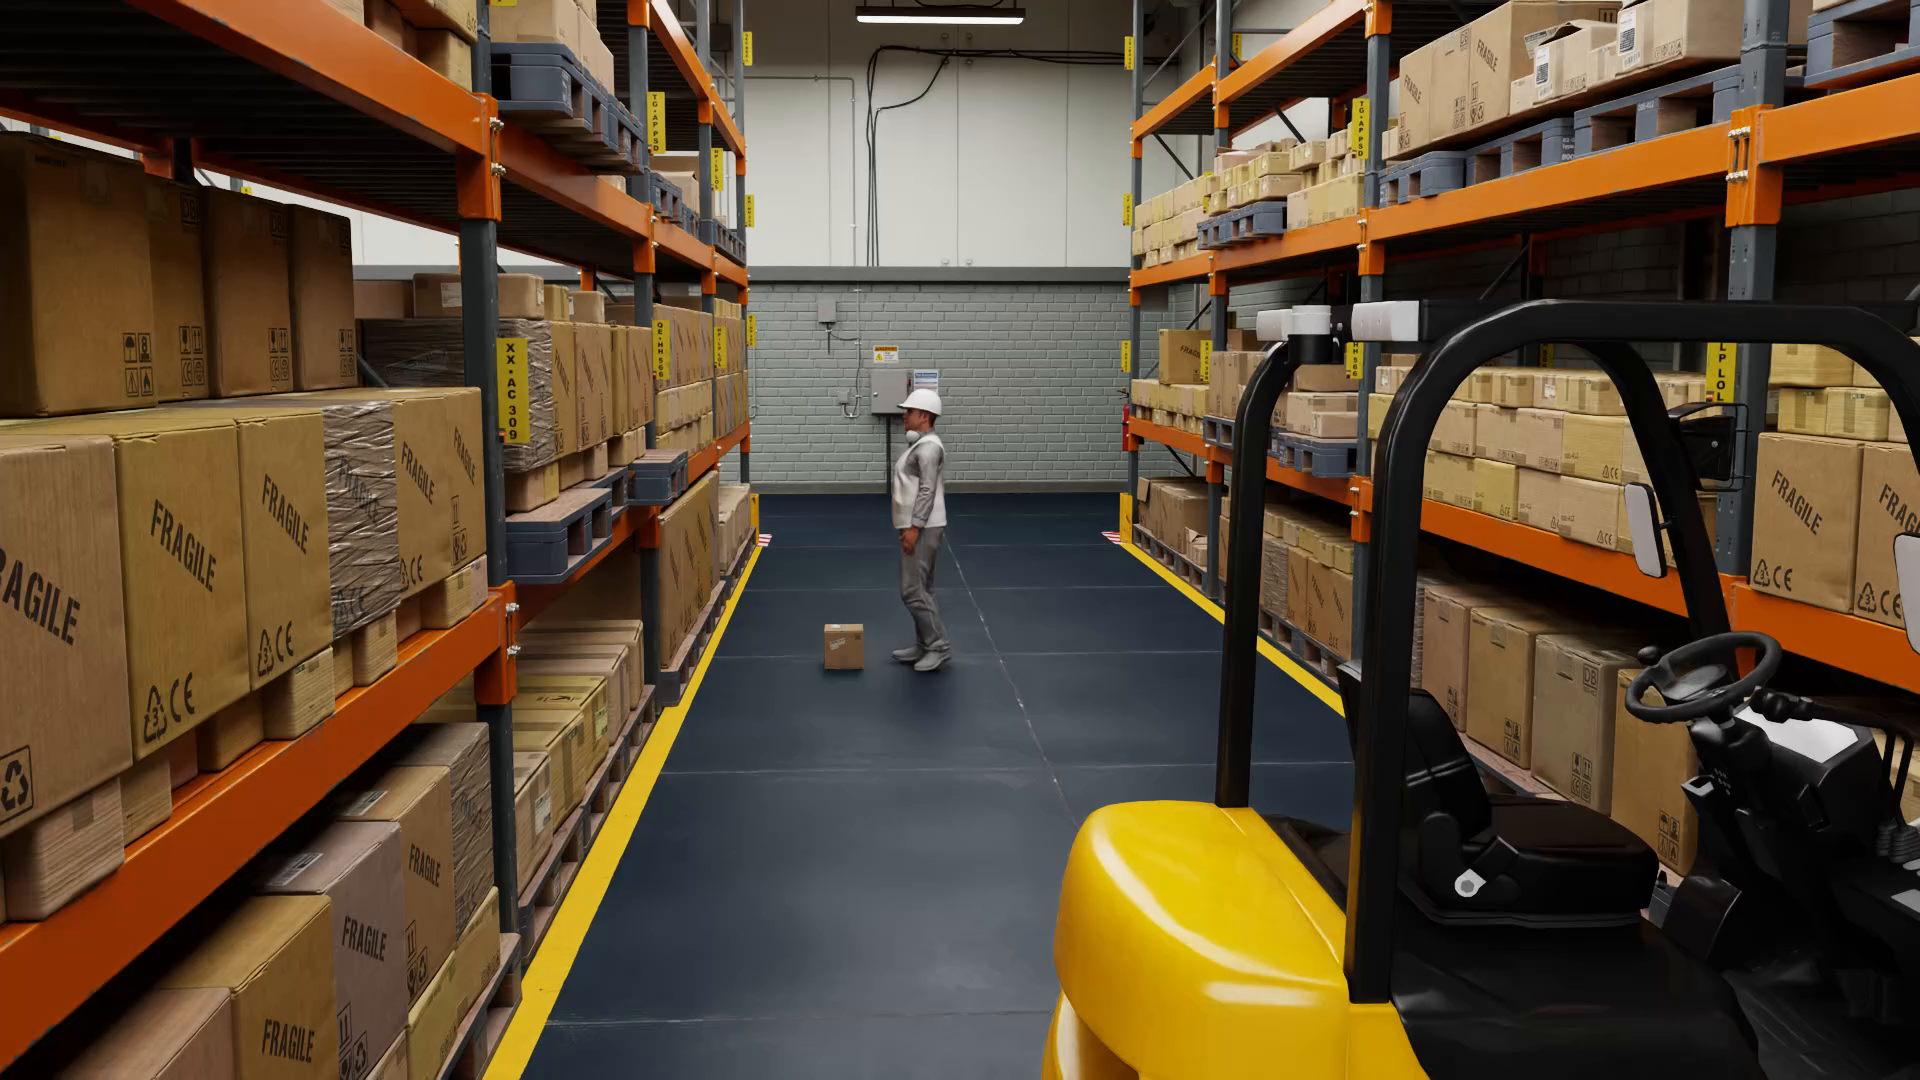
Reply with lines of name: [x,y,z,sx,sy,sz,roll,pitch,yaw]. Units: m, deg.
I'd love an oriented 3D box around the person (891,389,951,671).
person: [-0.253,-0.078,10.695,0.381,1.781,0.545,0,7,-3]
